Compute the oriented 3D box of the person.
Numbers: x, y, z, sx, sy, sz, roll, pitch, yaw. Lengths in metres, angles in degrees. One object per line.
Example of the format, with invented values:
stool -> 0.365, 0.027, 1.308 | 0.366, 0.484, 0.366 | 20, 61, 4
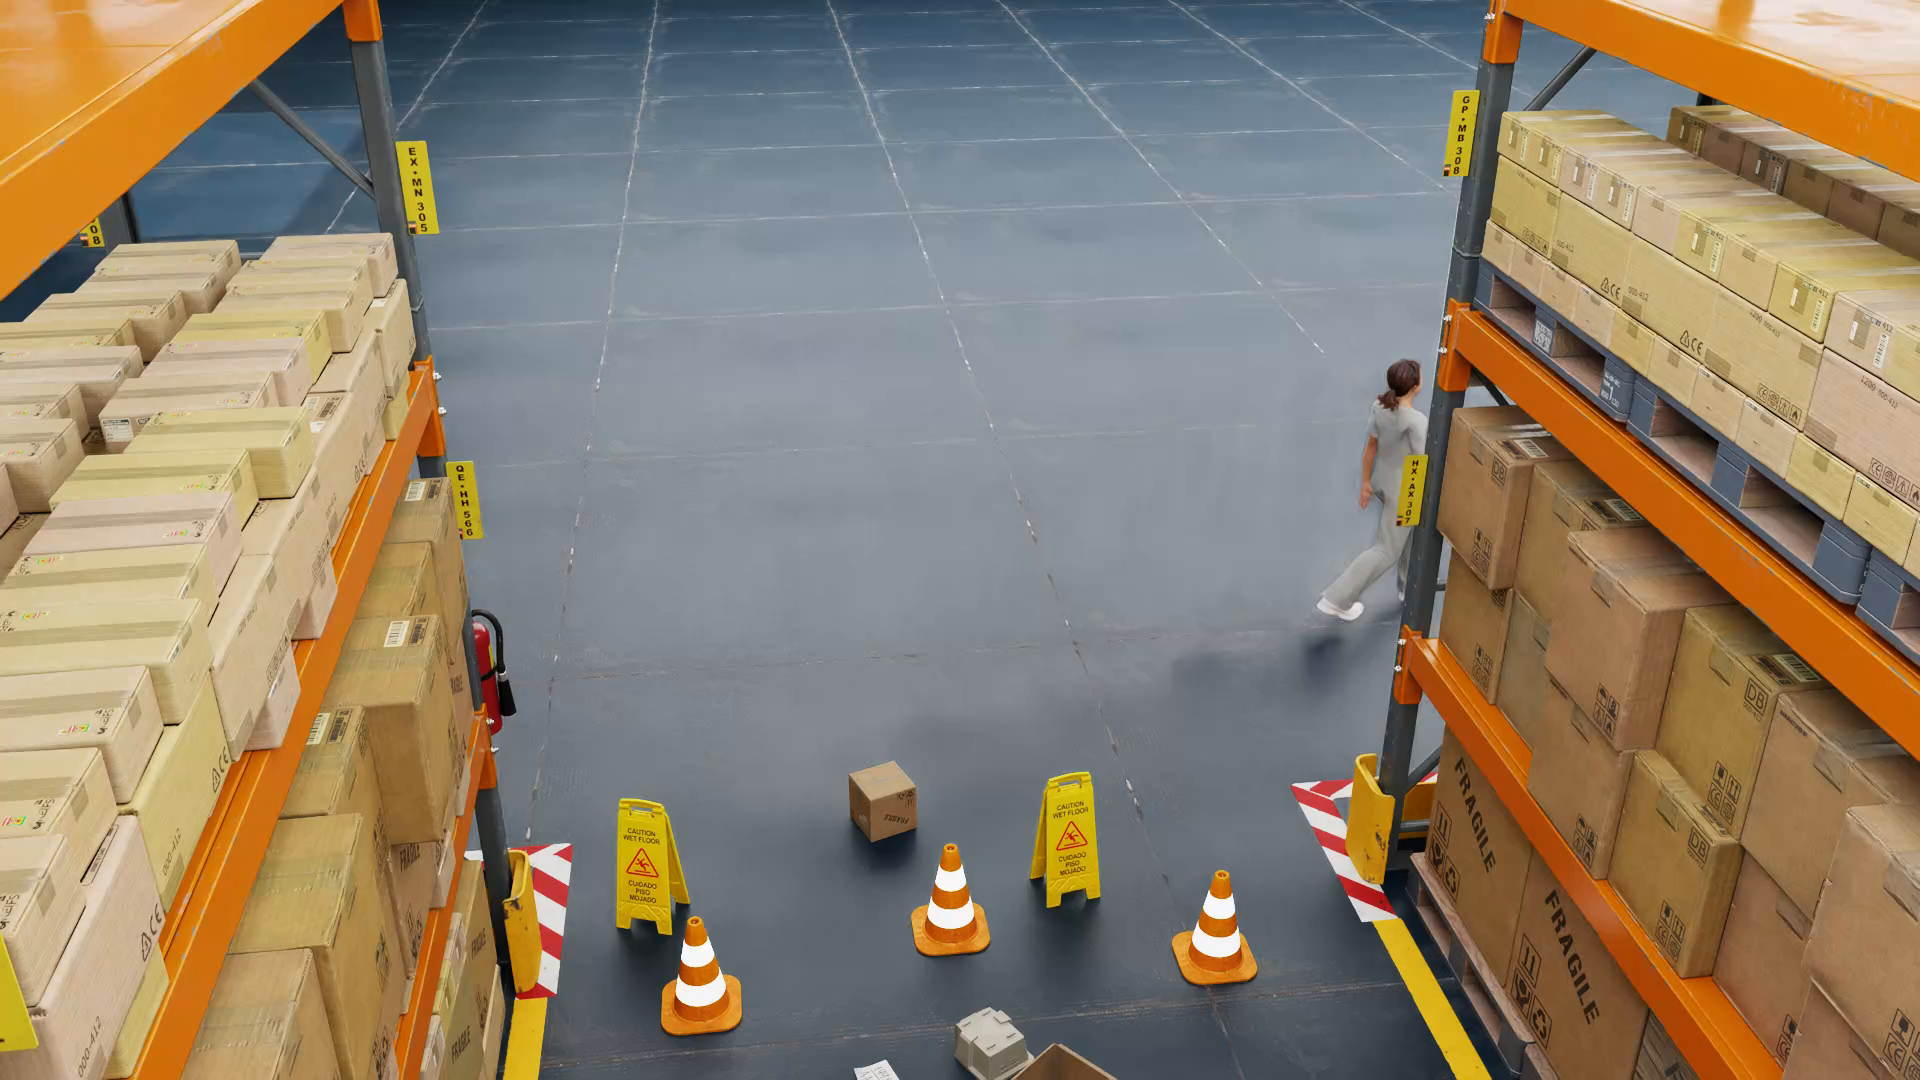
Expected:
person -> 2.540, -0.287, 9.657 | 0.983, 1.620, 0.446 | -11, 29, -20
